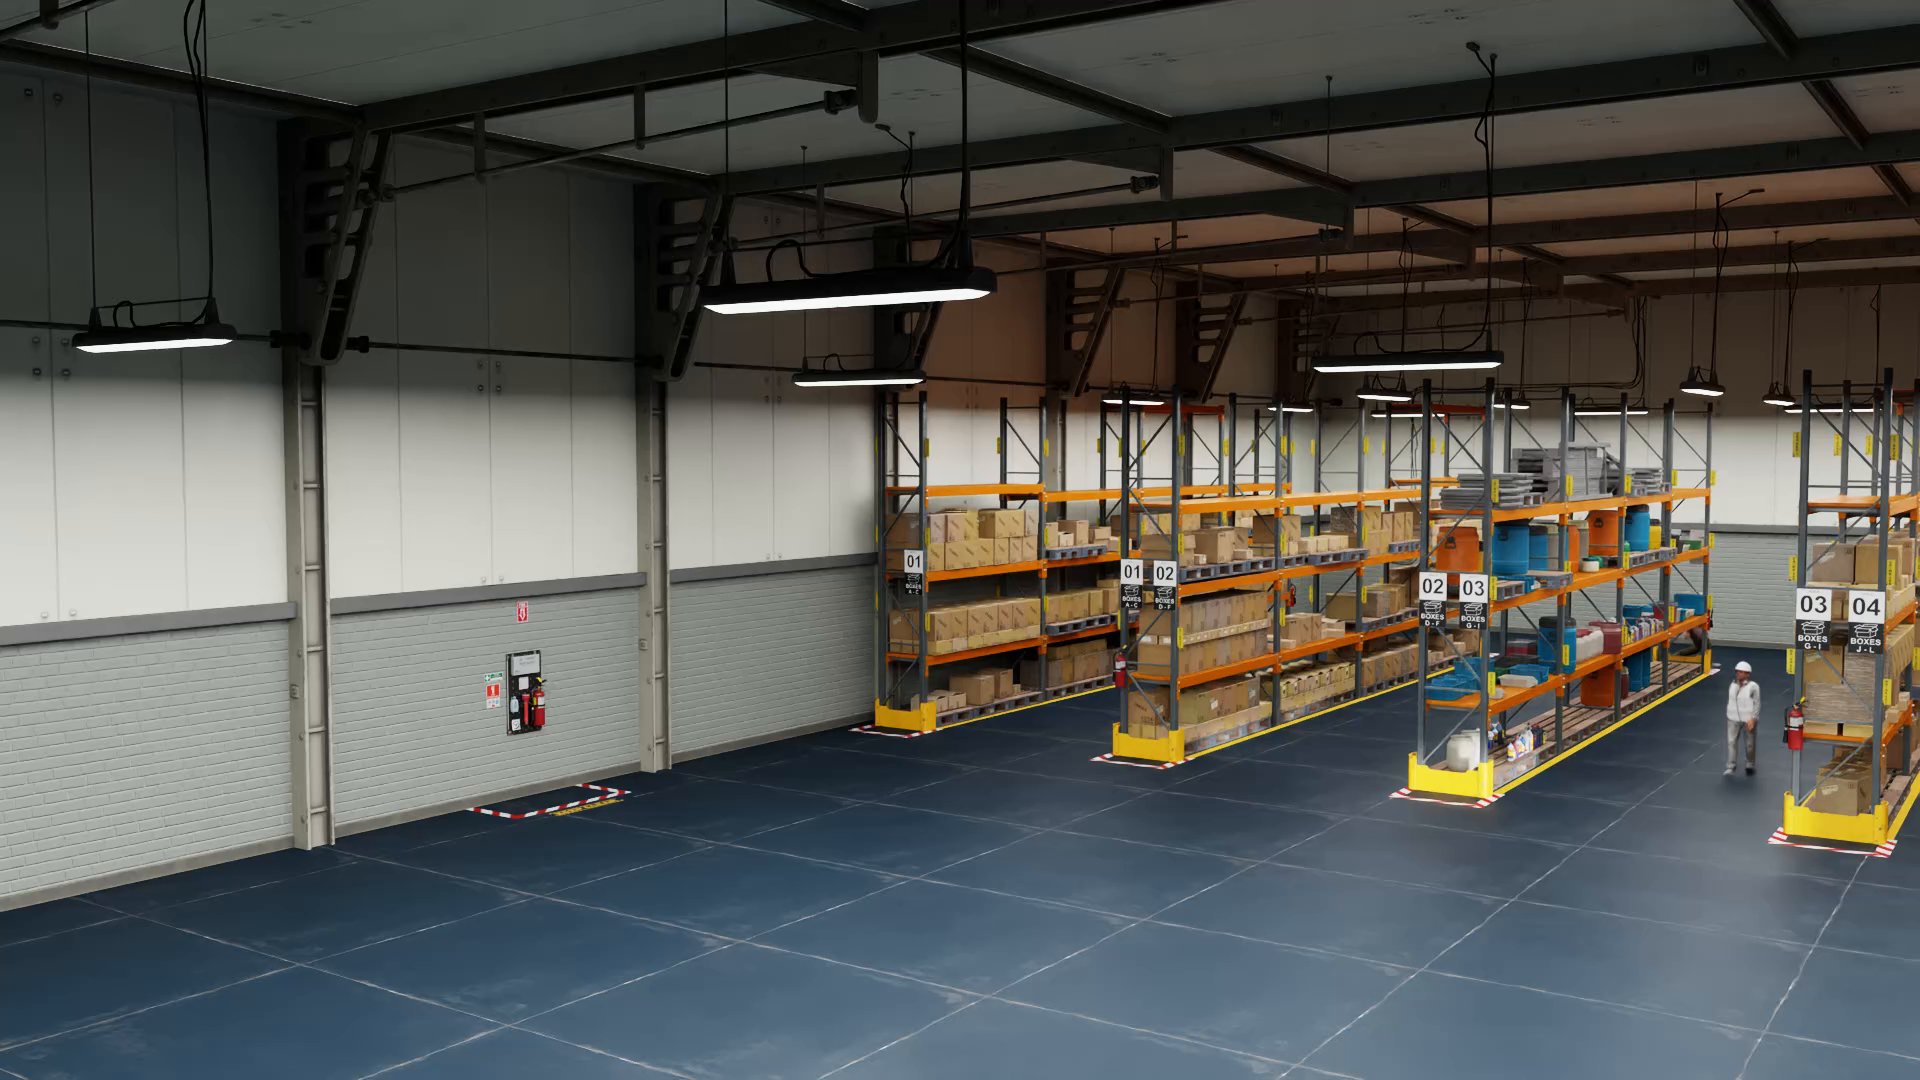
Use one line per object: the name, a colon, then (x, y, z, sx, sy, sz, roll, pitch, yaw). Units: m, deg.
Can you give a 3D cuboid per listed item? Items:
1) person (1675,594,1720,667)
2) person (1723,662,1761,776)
person: (16.896, 2.055, 38.080, 0.572, 1.662, 1.096, -3, 4, -40)
person: (11.946, 2.722, 25.355, 0.508, 1.715, 1.074, 2, 4, 35)
